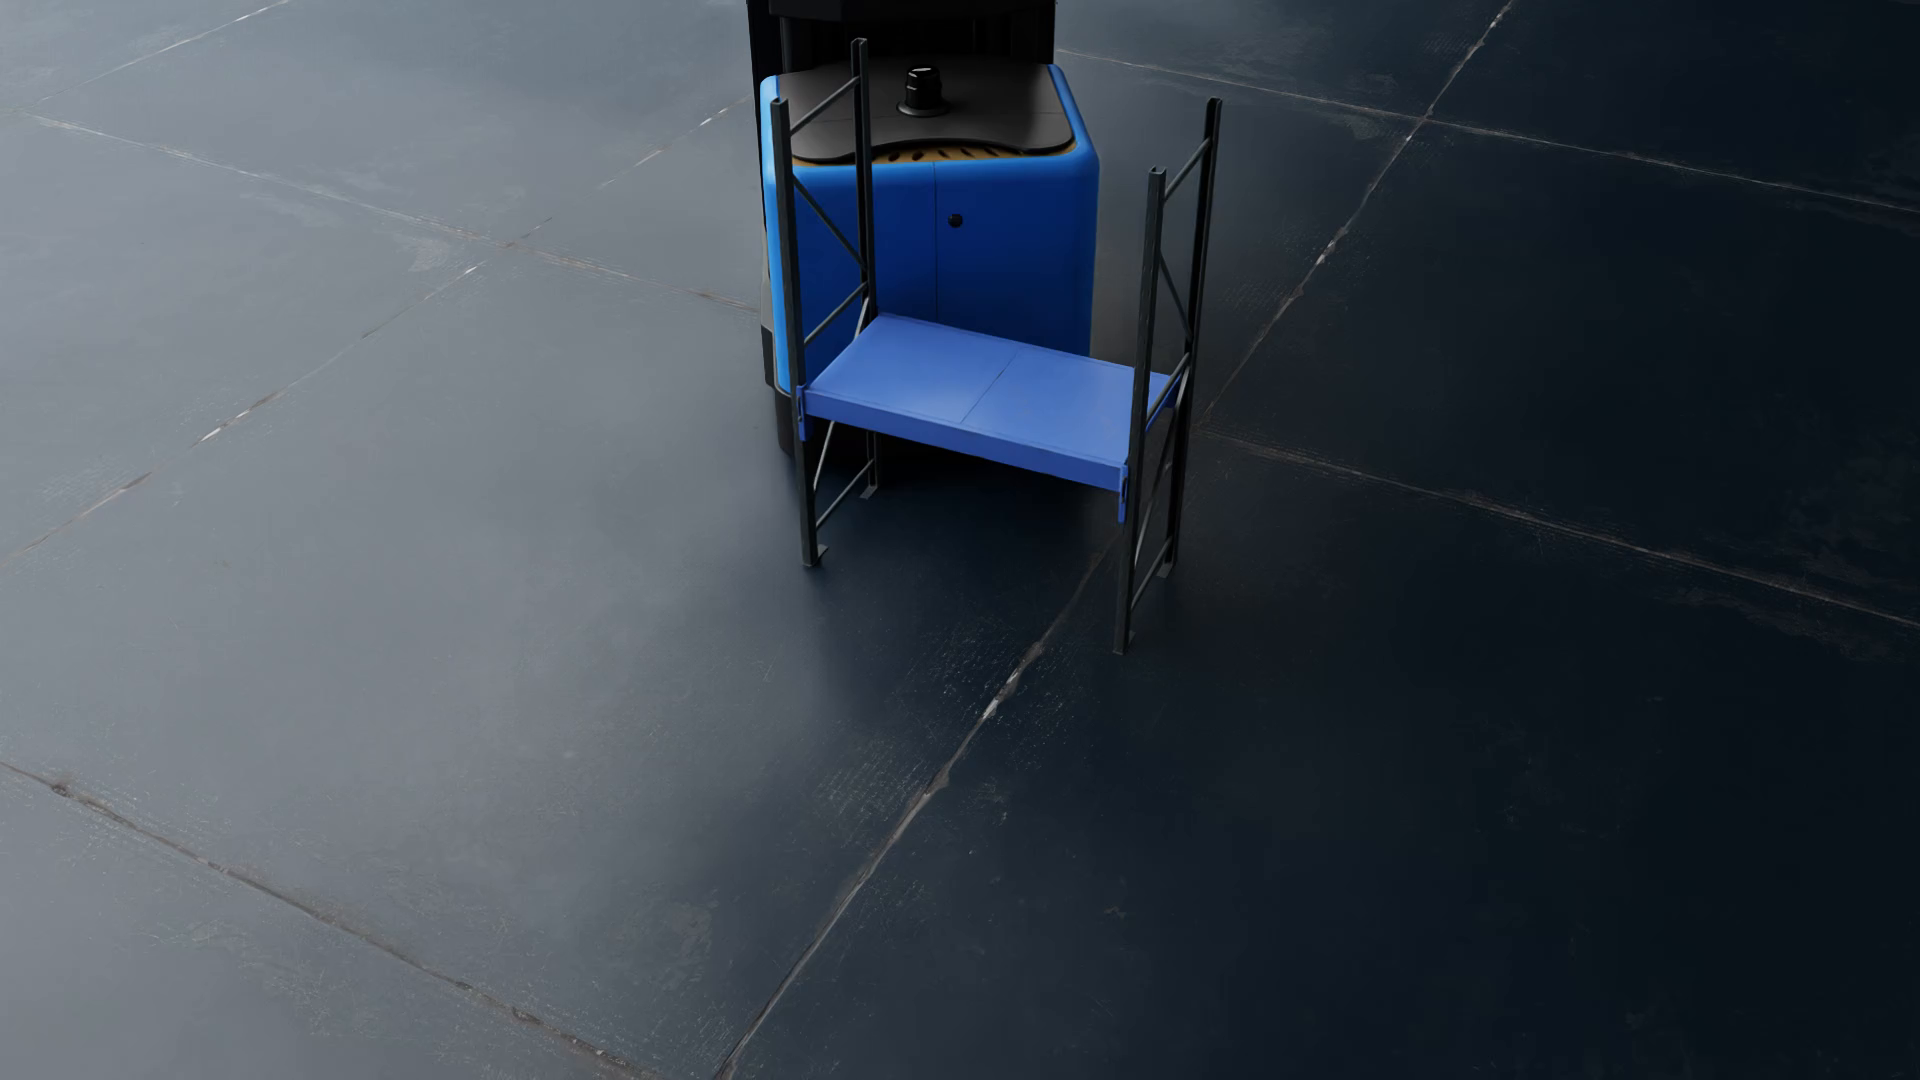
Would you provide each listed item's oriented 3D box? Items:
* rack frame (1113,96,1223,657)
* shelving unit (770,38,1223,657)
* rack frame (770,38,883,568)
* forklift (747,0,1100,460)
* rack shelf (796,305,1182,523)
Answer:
[{"bbox_3d":[0.558,-0.401,4.538,0.032,1.500,0.500,15,40,19],"label":"rack frame"},{"bbox_3d":[0.094,-0.526,4.703,1.048,1.500,0.538,15,40,19],"label":"shelving unit"},{"bbox_3d":[-0.370,-0.651,4.868,0.032,1.500,0.500,15,40,19],"label":"rack frame"},{"bbox_3d":[-0.234,-2.311,5.870,1.130,2.935,3.031,-4,37,-5],"label":"forklift"},{"bbox_3d":[0.094,-0.383,4.812,1.000,0.185,0.538,15,40,19],"label":"rack shelf"}]
